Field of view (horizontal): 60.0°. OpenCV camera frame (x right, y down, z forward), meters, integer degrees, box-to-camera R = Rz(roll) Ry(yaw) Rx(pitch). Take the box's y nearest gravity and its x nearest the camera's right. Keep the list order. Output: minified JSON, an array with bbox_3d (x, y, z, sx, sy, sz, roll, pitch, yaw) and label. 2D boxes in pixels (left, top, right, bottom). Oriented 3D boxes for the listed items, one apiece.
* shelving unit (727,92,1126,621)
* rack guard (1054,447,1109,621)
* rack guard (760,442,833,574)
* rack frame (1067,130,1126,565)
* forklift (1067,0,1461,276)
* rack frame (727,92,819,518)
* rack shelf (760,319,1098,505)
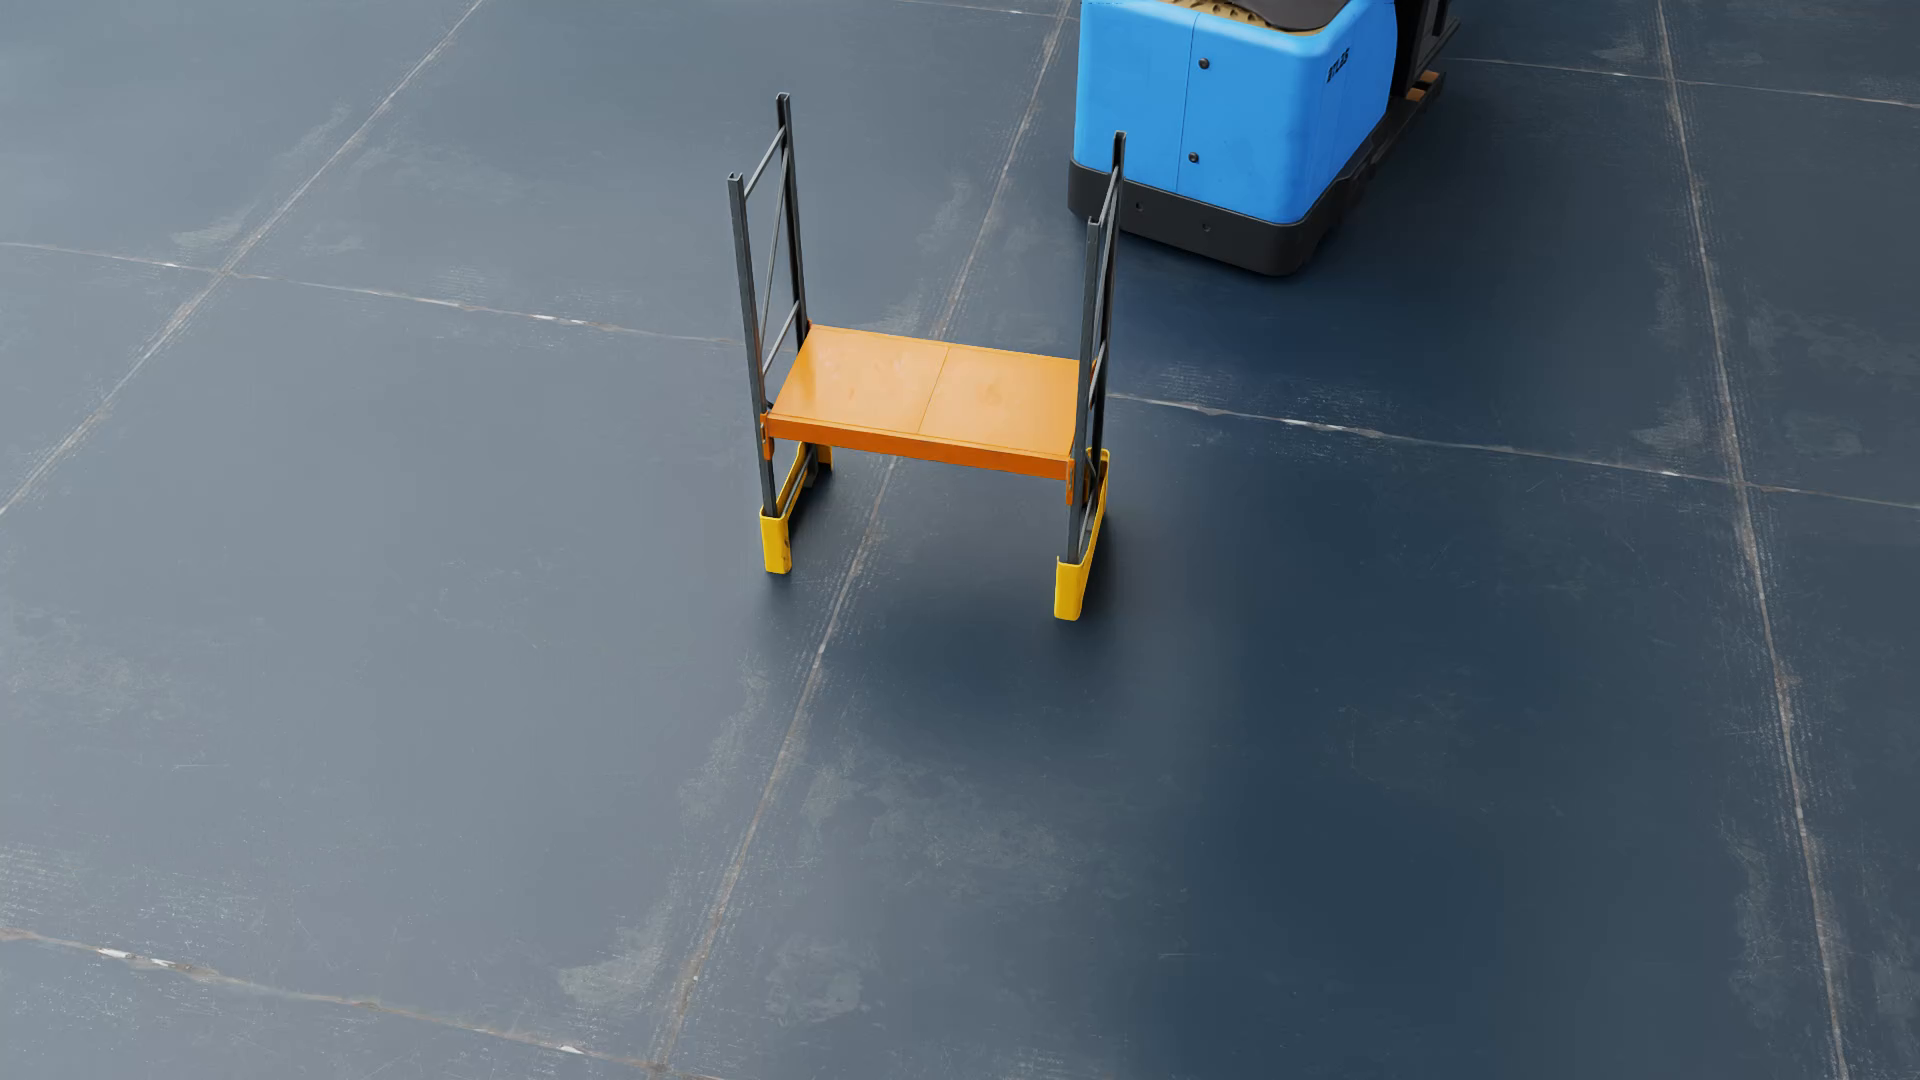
[{"bbox_3d":[-0.074,-0.552,5.242,1.083,1.500,0.587,9,45,9],"label":"shelving unit"},{"bbox_3d":[0.412,-0.026,5.597,0.087,0.250,0.587,9,45,9],"label":"rack guard"},{"bbox_3d":[-0.560,-0.177,5.754,0.087,0.250,0.587,9,45,9],"label":"rack guard"},{"bbox_3d":[0.413,-0.476,5.163,0.032,1.500,0.500,9,45,9],"label":"rack frame"},{"bbox_3d":[1.638,-3.140,6.898,1.130,2.935,3.031,22,48,21],"label":"forklift"},{"bbox_3d":[-0.579,-0.630,5.323,0.032,1.500,0.500,9,45,9],"label":"rack frame"},{"bbox_3d":[-0.083,-0.424,5.368,1.000,0.185,0.538,9,45,9],"label":"rack shelf"}]
